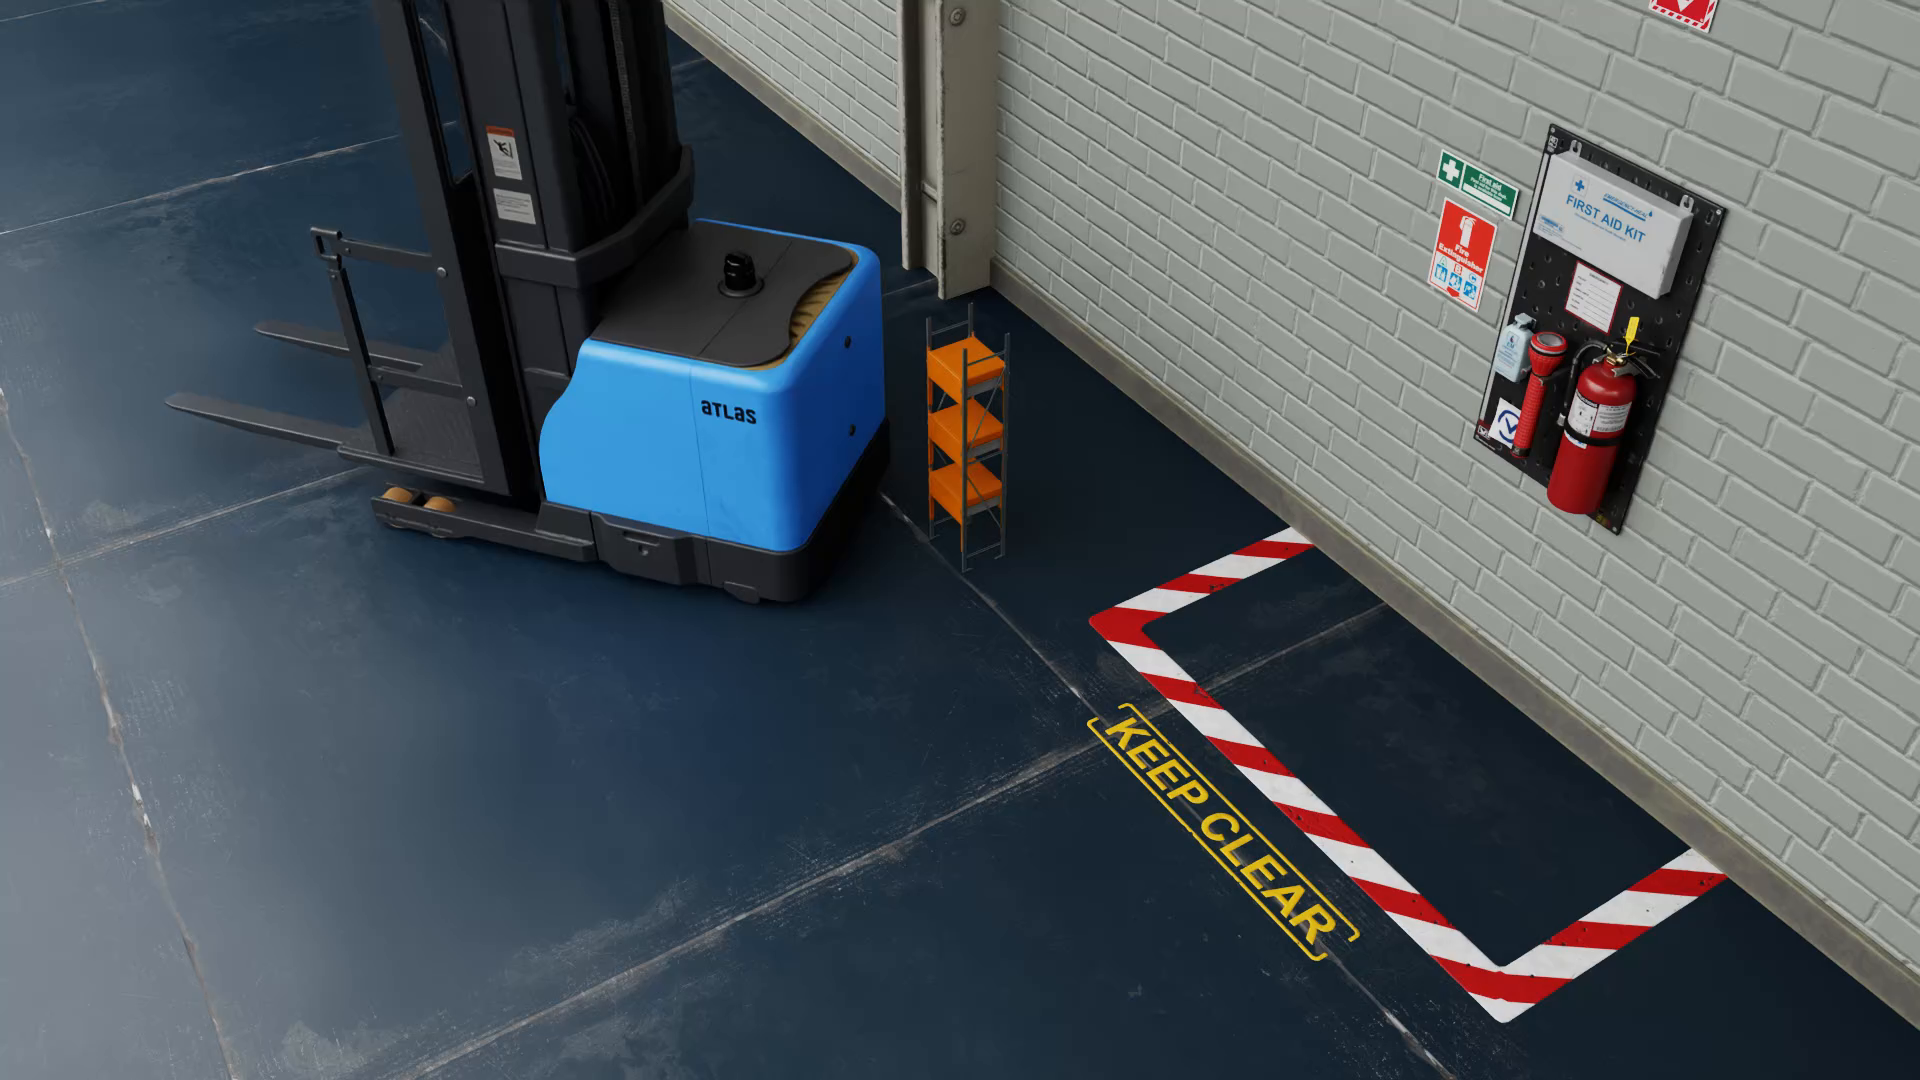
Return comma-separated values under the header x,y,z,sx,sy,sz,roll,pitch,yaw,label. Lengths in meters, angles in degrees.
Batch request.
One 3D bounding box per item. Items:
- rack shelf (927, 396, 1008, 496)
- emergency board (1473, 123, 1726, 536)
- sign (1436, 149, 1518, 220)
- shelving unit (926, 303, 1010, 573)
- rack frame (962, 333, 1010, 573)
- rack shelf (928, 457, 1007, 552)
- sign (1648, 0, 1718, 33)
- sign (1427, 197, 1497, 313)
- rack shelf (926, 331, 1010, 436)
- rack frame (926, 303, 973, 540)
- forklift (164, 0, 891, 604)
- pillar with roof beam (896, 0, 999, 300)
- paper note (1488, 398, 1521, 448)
x,y,z,sx,sy,sz,roll,pitch,yaw,label
0.029,-0.366,6.386,0.215,0.259,0.240,-22,45,-24,rack shelf
1.872,-0.597,5.123,0.194,1.169,0.643,-22,45,-24,emergency board
1.656,-1.143,5.336,0.001,0.109,0.331,-22,45,-24,sign
0.029,-0.374,6.379,0.215,1.050,0.252,-22,45,-24,shelving unit
0.094,-0.309,6.300,0.200,1.050,0.008,-22,45,-24,rack frame
0.029,-0.153,6.564,0.215,0.259,0.240,-22,45,-24,rack shelf
1.952,-1.526,4.427,0.001,0.298,0.199,-22,45,-24,sign
1.661,-0.945,5.513,0.001,0.329,0.234,-22,45,-24,sign
0.029,-0.584,6.204,0.215,0.259,0.240,-22,45,-24,rack shelf
-0.037,-0.440,6.458,0.200,1.050,0.008,-22,45,-24,rack frame
-1.868,-1.441,6.190,3.031,2.935,1.130,12,41,14,forklift
-3.687,-3.311,3.694,9.100,9.000,0.400,-22,45,-24,pillar with roof beam
1.835,-0.378,5.548,0.016,0.148,0.142,-22,45,-24,paper note
